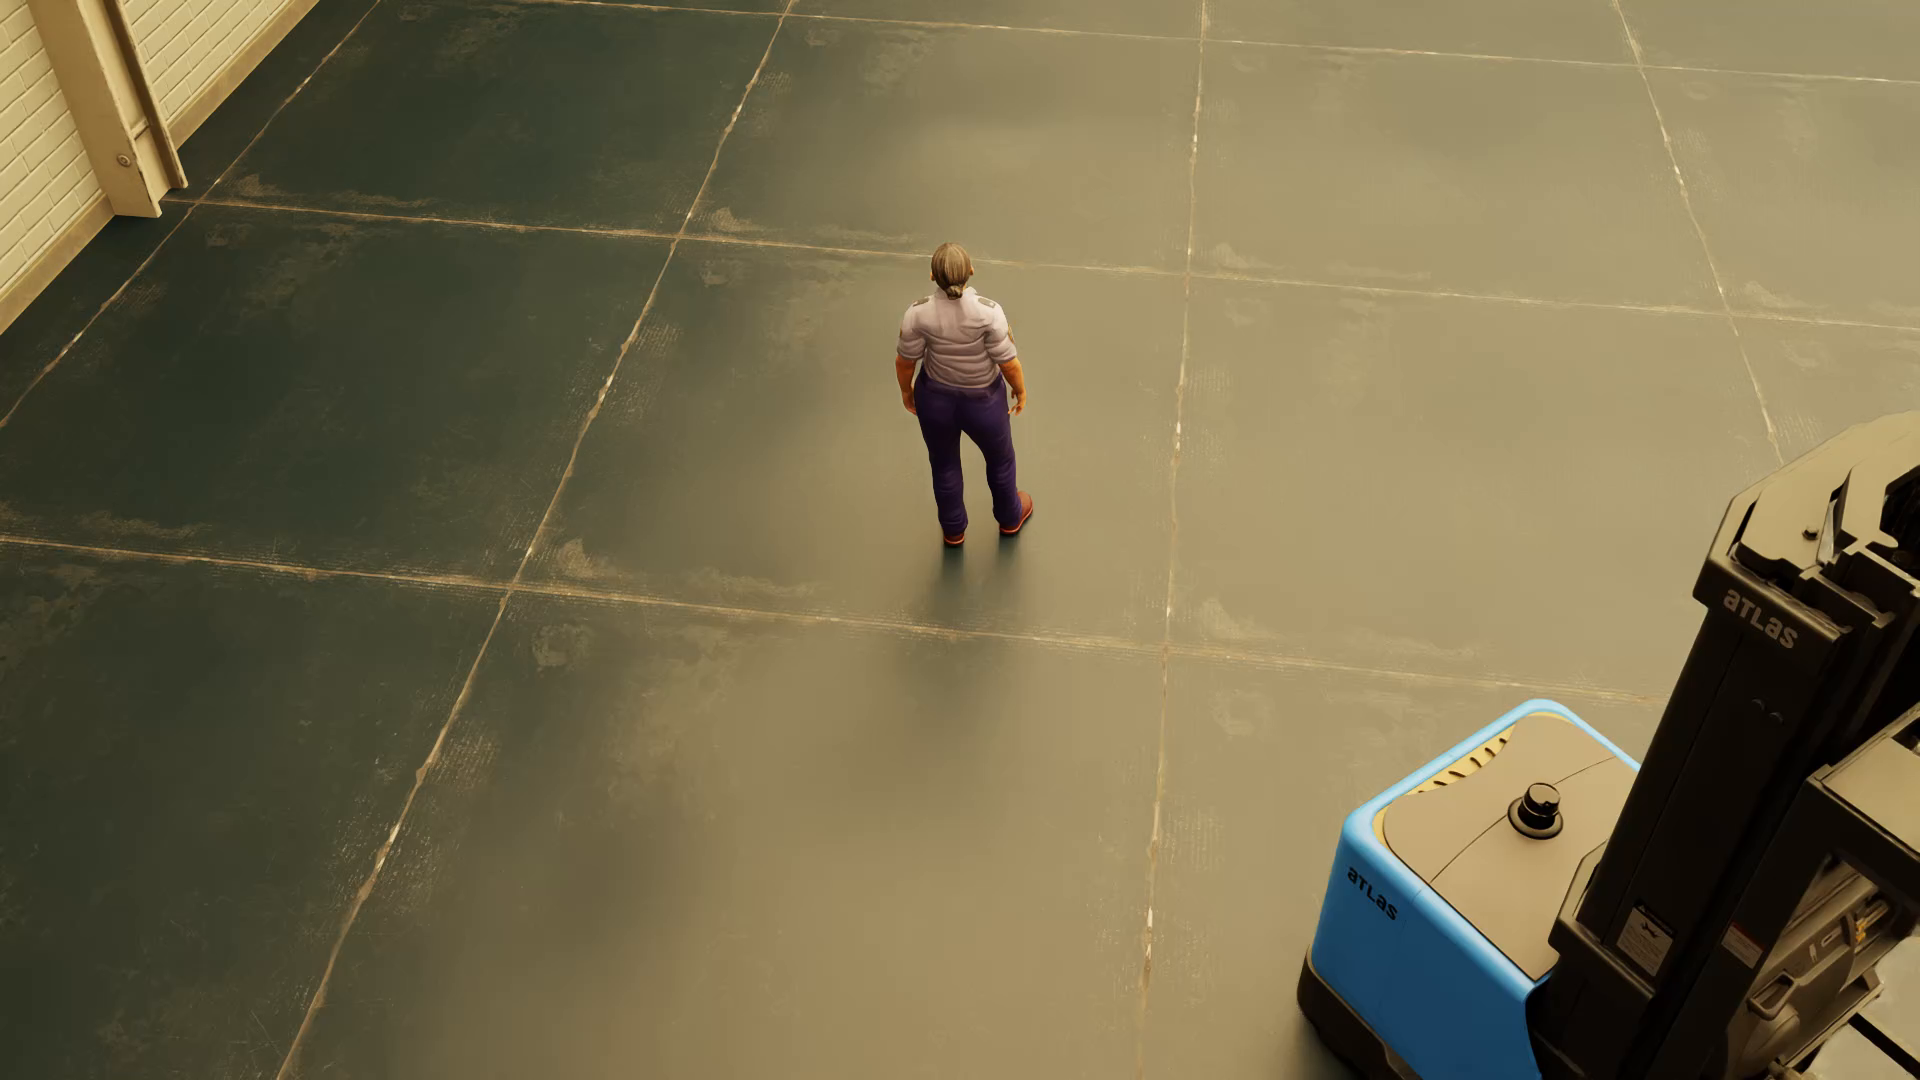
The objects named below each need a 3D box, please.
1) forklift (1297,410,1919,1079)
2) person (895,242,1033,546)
[{"bbox_3d":[2.472,1.238,4.376,1.130,2.935,3.031,-25,48,-25],"label":"forklift"},{"bbox_3d":[0.035,-0.670,7.392,0.598,1.651,0.502,5,43,6],"label":"person"}]
